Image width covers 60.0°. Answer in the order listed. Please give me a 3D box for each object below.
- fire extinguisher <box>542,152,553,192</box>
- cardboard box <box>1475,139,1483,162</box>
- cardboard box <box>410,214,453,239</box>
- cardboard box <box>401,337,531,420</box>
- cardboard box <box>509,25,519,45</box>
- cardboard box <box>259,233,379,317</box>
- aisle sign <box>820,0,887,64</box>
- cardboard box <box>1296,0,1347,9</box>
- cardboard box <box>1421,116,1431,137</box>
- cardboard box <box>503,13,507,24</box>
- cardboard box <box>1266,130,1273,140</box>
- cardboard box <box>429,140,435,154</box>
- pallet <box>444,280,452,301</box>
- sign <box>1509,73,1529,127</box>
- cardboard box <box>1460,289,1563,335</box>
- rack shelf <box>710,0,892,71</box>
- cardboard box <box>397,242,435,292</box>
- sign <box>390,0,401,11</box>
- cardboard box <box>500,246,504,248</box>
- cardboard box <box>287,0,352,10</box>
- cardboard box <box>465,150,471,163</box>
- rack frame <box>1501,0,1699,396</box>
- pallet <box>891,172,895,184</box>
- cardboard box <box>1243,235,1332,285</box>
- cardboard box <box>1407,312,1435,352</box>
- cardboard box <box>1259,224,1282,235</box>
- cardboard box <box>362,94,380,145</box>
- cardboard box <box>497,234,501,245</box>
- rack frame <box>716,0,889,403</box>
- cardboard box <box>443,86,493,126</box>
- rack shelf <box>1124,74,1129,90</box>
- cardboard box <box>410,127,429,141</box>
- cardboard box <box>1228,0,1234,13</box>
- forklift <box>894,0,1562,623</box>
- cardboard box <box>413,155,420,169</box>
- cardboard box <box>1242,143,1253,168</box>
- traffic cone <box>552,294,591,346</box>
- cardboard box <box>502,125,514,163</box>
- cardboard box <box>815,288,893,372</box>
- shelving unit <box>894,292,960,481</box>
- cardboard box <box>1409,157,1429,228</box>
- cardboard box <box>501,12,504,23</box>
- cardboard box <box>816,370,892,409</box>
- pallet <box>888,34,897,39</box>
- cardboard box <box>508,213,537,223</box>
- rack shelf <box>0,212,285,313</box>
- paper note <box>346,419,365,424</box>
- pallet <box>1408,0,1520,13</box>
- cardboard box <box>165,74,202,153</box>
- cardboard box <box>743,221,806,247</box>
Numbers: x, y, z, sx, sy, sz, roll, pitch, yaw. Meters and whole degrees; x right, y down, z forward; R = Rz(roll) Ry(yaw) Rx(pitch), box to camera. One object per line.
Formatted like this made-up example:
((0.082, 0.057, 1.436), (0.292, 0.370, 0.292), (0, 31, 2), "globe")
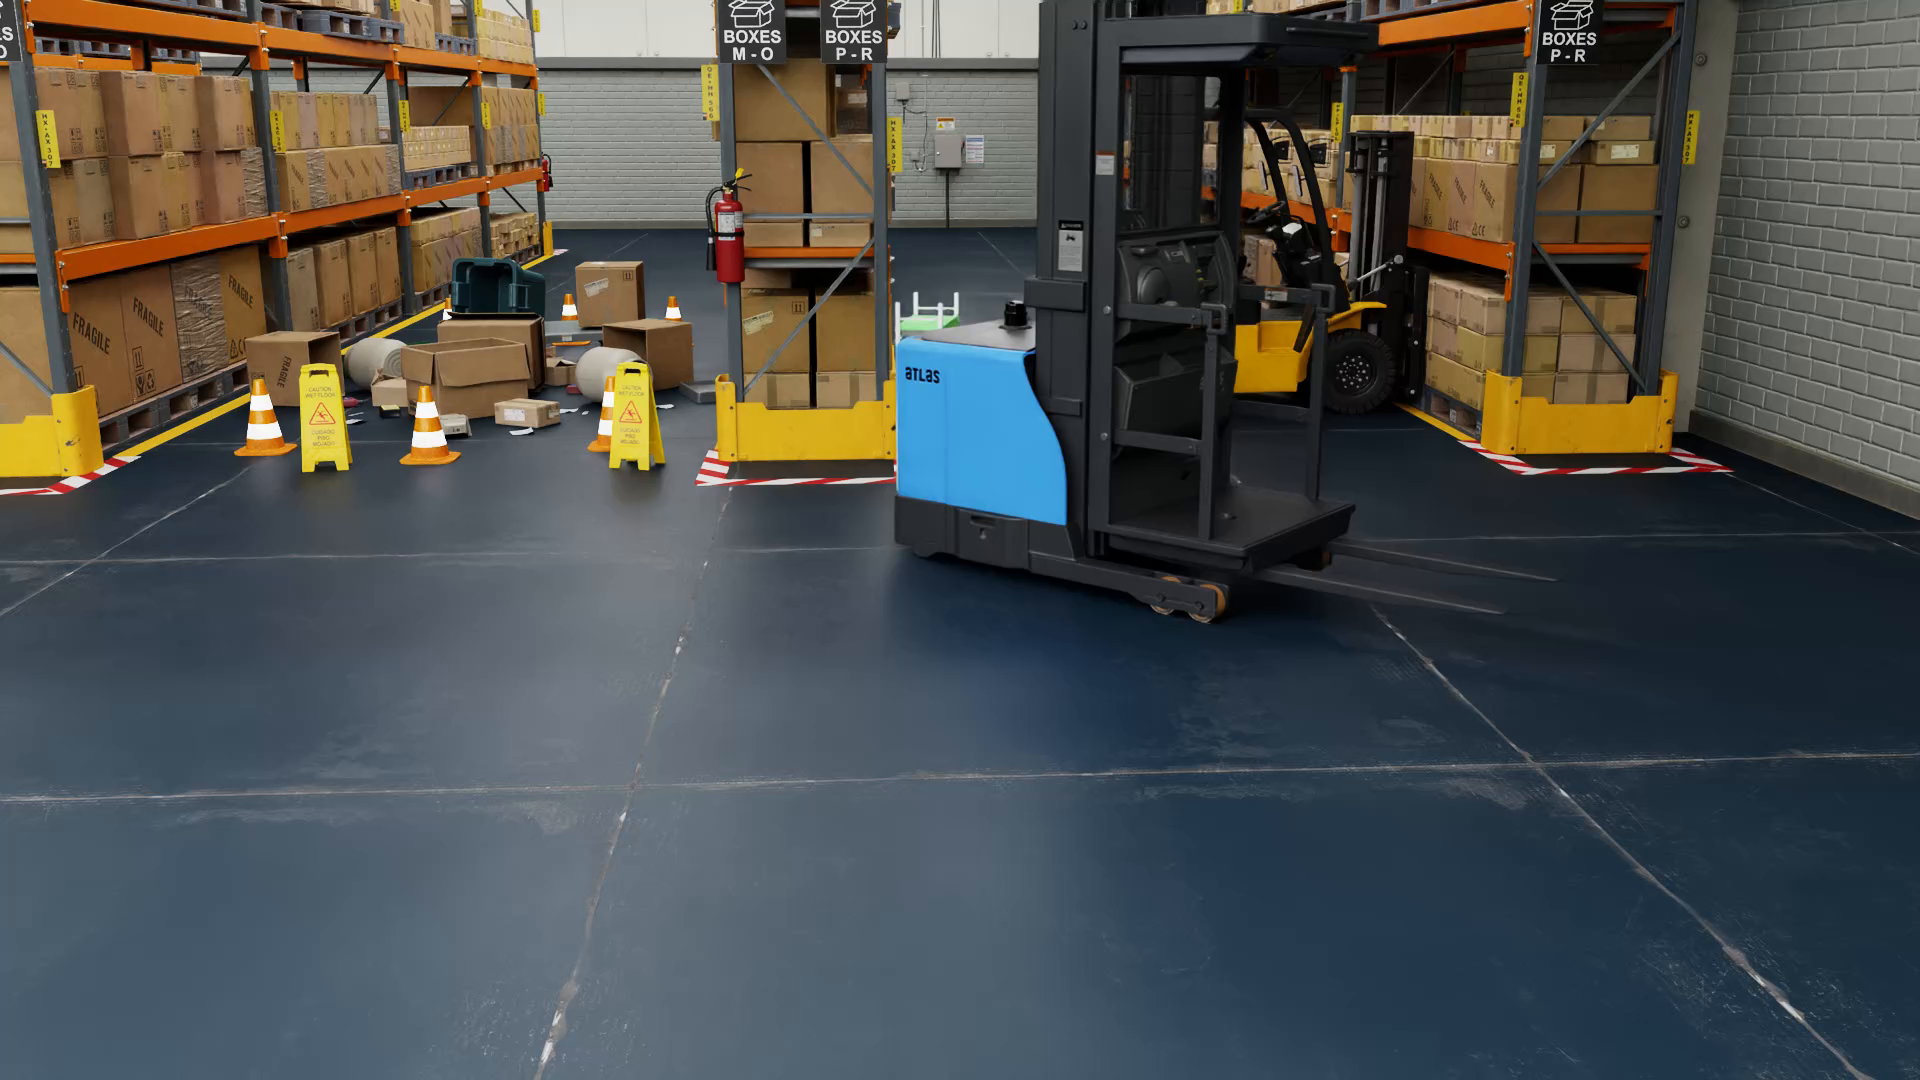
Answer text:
((-6.425, -5.708, 25.593), (0.296, 0.674, 0.183), (-1, 14, -3), "fire extinguisher")
((3.708, -2.629, 11.221), (0.380, 0.149, 0.250), (-1, 14, -2), "cardboard box")
((-6.225, -3.647, 19.349), (0.500, 0.250, 0.500), (-1, 14, -3), "cardboard box")
((-3.580, -1.167, 12.052), (0.797, 0.503, 0.637), (-13, 20, -42), "cardboard box")
((-6.526, -7.113, 23.429), (0.500, 0.250, 0.500), (-1, 14, -3), "cardboard box")
((-6.369, -2.610, 16.322), (1.050, 0.750, 0.750), (-1, 14, -3), "cardboard box")
((-0.631, -3.227, 9.830), (0.394, 0.787, 0.004), (-1, 14, -3), "aisle sign")
((3.426, -5.079, 15.362), (0.500, 0.311, 0.500), (-1, 14, -5), "cardboard box")
((3.677, -3.092, 12.426), (0.380, 0.149, 0.250), (-1, 14, -3), "cardboard box")
((-6.483, -7.210, 23.006), (0.380, 0.149, 0.250), (-1, 14, -5), "cardboard box")
((3.328, -4.129, 17.053), (0.380, 0.149, 0.250), (-1, 14, -3), "cardboard box")
((-6.285, -4.536, 19.199), (0.380, 0.149, 0.250), (-1, 14, -4), "cardboard box")
((-6.494, -3.013, 19.812), (1.003, 0.211, 1.213), (-1, 14, -3), "pallet")
((3.467, -2.726, 10.303), (0.100, 0.325, 0.005), (-1, 14, -3), "sign")
((3.670, -1.521, 11.088), (0.500, 0.250, 0.500), (0, 14, -2), "cardboard box")
((-1.068, -3.580, 11.844), (1.077, 0.370, 4.000), (-1, 14, -3), "rack shelf")
((-6.164, -3.039, 18.491), (0.500, 0.500, 0.500), (-2, 15, -6), "cardboard box")
((-5.820, -5.614, 17.110), (0.100, 0.325, 0.005), (-1, 14, -3), "sign")
((-6.408, -3.906, 22.568), (0.380, 0.149, 0.250), (-1, 14, -4), "cardboard box")
((-5.987, -5.191, 15.418), (0.500, 0.500, 0.500), (-1, 14, -3), "cardboard box")
((-6.400, -4.847, 21.006), (0.380, 0.149, 0.250), (-1, 14, -5), "cardboard box")
((4.009, -2.056, 10.496), (1.000, 3.000, 0.127), (-1, 14, -3), "rack frame")
((-1.290, -3.699, 17.269), (1.213, 0.211, 1.003), (-1, 14, -3), "pallet")
((3.539, -2.943, 17.869), (0.875, 0.625, 0.625), (0, 14, -2), "cardboard box")
((3.594, -1.539, 12.159), (0.500, 0.250, 0.500), (-1, 14, -5), "cardboard box")
((3.707, -3.614, 19.424), (0.380, 0.149, 0.250), (-1, 14, -3), "cardboard box")
((-6.357, -4.287, 16.961), (0.700, 0.500, 0.500), (-1, 14, -4), "cardboard box")
((-6.496, -4.112, 22.768), (0.380, 0.149, 0.250), (-2, 15, -6), "cardboard box")
((-0.945, -1.978, 10.195), (1.000, 3.000, 0.127), (-1, 14, -3), "rack frame")
((-6.407, -5.654, 21.676), (0.500, 0.500, 0.500), (-1, 14, -2), "cardboard box")
((3.142, -6.642, 23.745), (1.077, 0.370, 4.000), (-1, 14, -3), "rack shelf")
((-6.274, -4.615, 18.911), (0.380, 0.149, 0.250), (0, 14, -1), "cardboard box")
((3.219, -5.976, 18.616), (0.380, 0.149, 0.250), (-1, 14, -5), "cardboard box")
((1.147, -1.213, 7.360), (3.031, 2.935, 1.130), (11, 18, 37), "forklift")
((-6.234, -4.196, 18.477), (0.380, 0.149, 0.250), (0, 14, -1), "cardboard box")
((3.272, -4.100, 17.740), (0.500, 0.250, 0.500), (-1, 14, -3), "cardboard box")
((-3.683, -2.088, 15.712), (0.336, 0.463, 0.334), (-1, 14, -3), "traffic cone")
((-6.435, -5.429, 22.811), (0.500, 0.500, 0.500), (-1, 14, -5), "cardboard box")
((-0.721, -1.424, 11.211), (0.500, 0.500, 0.500), (-1, 14, -5), "cardboard box")
((-0.166, -0.670, 8.722), (0.258, 1.200, 0.503), (2, 15, 9), "shelving unit")
((3.620, -2.604, 12.426), (0.500, 0.500, 0.500), (-1, 14, -3), "cardboard box")
((-6.461, -7.145, 22.754), (0.380, 0.149, 0.250), (-1, 14, -5), "cardboard box")
((-0.719, -1.055, 11.281), (0.500, 0.250, 0.500), (-1, 14, -4), "cardboard box")
((-1.192, -4.748, 15.316), (1.213, 0.211, 1.003), (-1, 14, -3), "pallet")
((-6.584, -4.839, 24.998), (0.380, 0.149, 0.250), (-1, 14, -3), "cardboard box")
((-6.003, -2.026, 11.823), (1.077, 0.370, 4.000), (-1, 14, -3), "rack shelf")
((-4.279, -0.844, 11.748), (0.144, 0.017, 0.142), (4, 15, 16), "paper note")
((3.913, -3.946, 12.001), (1.003, 0.211, 1.213), (-1, 14, -3), "pallet")
((-6.092, -3.103, 12.100), (0.875, 0.550, 0.550), (-1, 14, -3), "cardboard box")
((-1.181, -1.946, 10.575), (0.380, 0.149, 0.250), (0, 14, -2), "cardboard box")
